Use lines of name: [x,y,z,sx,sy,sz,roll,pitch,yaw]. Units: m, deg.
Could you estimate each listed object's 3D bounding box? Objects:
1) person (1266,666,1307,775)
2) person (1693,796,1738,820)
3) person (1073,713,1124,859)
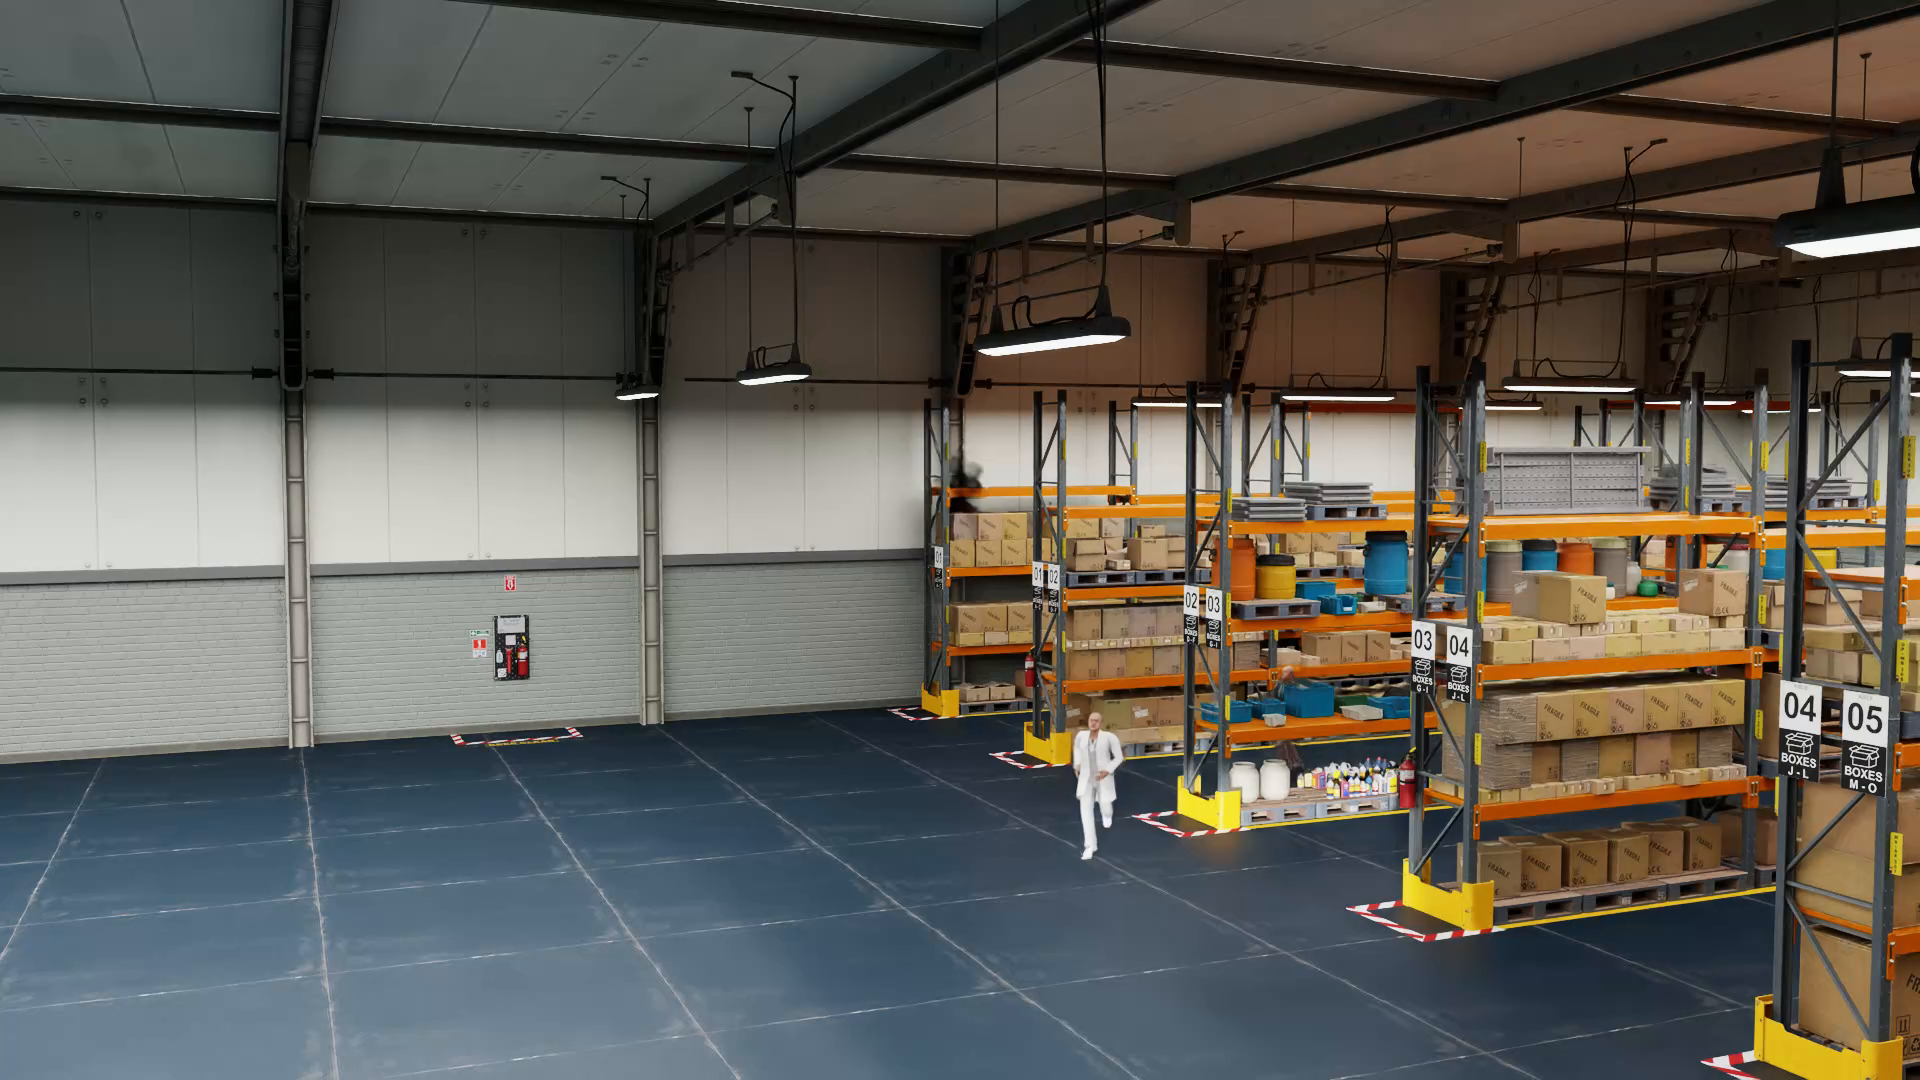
person: [4.994,2.807,25.439,0.734,1.774,0.639,-2,4,-28]
person: [9.737,3.025,21.640,0.900,1.769,0.711,-2,4,-28]
person: [1.741,3.068,21.108,0.678,1.776,1.150,1,3,12]
